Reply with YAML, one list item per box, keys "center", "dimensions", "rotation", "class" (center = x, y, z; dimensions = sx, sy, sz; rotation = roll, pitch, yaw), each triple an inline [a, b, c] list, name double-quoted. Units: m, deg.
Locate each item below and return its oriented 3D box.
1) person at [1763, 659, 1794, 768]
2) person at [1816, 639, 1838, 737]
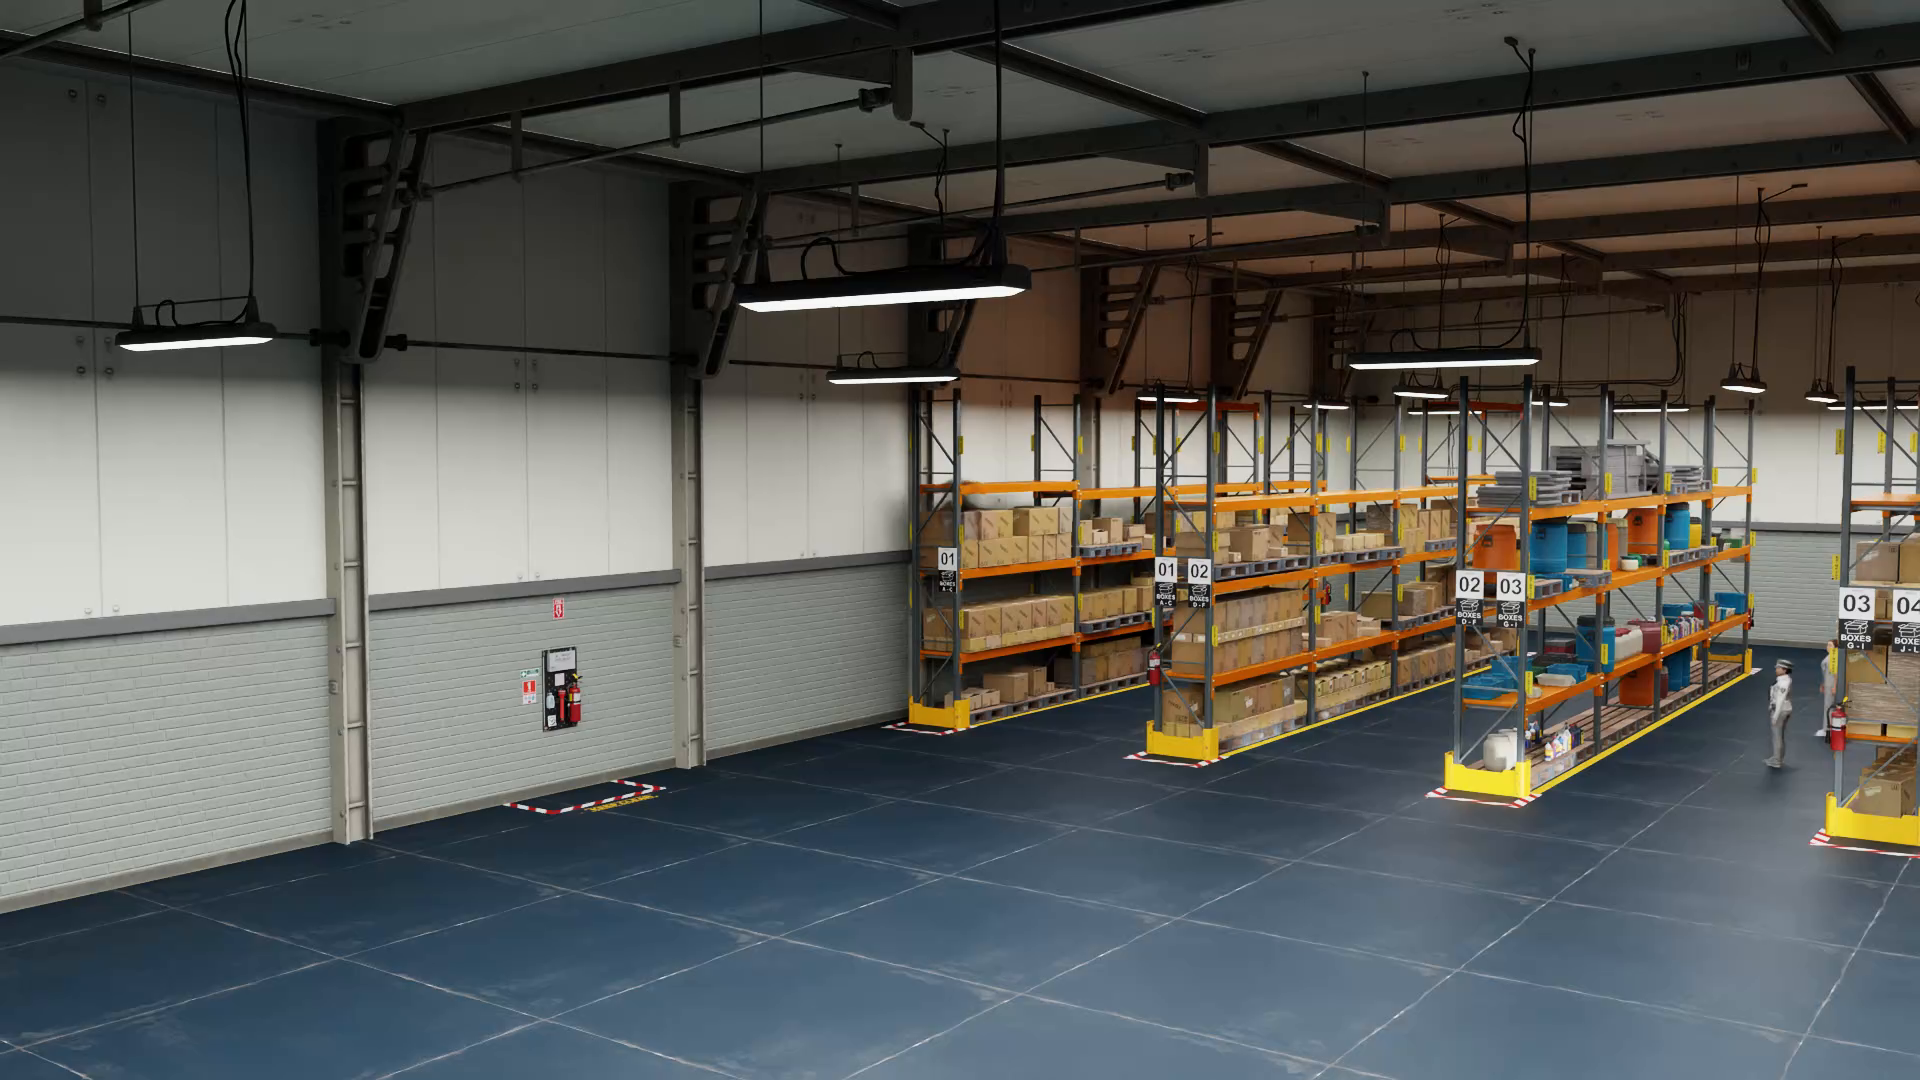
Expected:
- center: [12.713, 2.684, 25.890]
  dimensions: [0.475, 1.691, 0.520]
  rotation: [3, 5, 44]
  class: "person"
- center: [14.987, 2.535, 28.650]
  dimensions: [0.380, 1.674, 0.489]
  rotation: [1, 4, 23]
  class: "person"
